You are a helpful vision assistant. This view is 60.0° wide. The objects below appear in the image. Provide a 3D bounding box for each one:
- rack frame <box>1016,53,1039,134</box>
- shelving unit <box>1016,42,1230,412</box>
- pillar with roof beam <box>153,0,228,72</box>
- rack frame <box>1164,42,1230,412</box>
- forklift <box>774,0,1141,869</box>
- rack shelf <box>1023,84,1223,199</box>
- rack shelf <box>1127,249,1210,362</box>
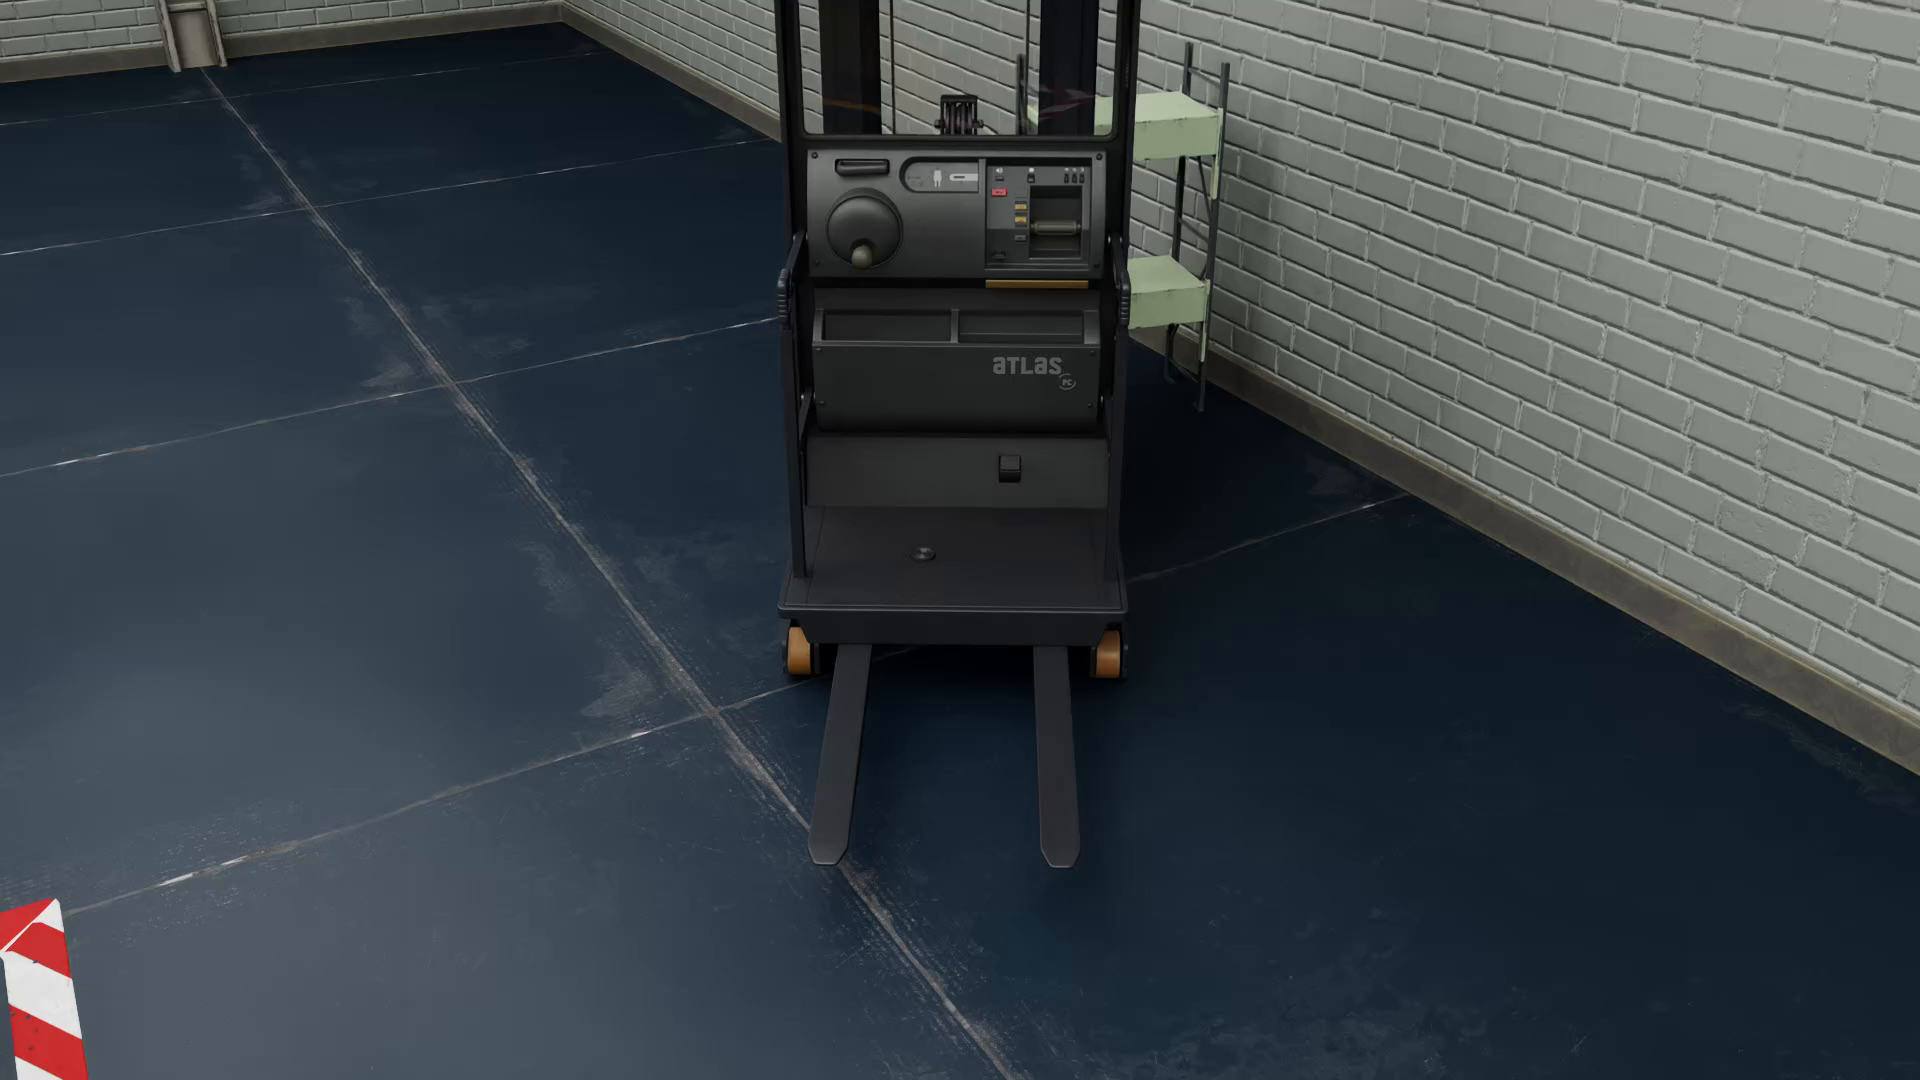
[{"bbox_3d":[0.295,-1.211,6.892,0.023,1.500,0.400,-8,30,-14],"label":"rack frame"},{"bbox_3d":[0.646,-1.260,6.981,0.755,1.500,0.431,-8,30,-14],"label":"shelving unit"},{"bbox_3d":[-3.757,-5.848,7.533,0.400,9.000,9.100,-16,33,-26],"label":"pillar with roof beam"},{"bbox_3d":[0.998,-1.310,7.071,0.023,1.500,0.400,-8,30,-14],"label":"rack frame"},{"bbox_3d":[-0.013,-0.982,4.997,1.130,2.935,3.031,1,29,1],"label":"forklift"},{"bbox_3d":[0.646,-1.602,6.793,0.720,0.370,0.431,-8,30,-14],"label":"rack shelf"},{"bbox_3d":[0.646,-0.975,7.139,0.720,0.370,0.431,-8,30,-14],"label":"rack shelf"}]
